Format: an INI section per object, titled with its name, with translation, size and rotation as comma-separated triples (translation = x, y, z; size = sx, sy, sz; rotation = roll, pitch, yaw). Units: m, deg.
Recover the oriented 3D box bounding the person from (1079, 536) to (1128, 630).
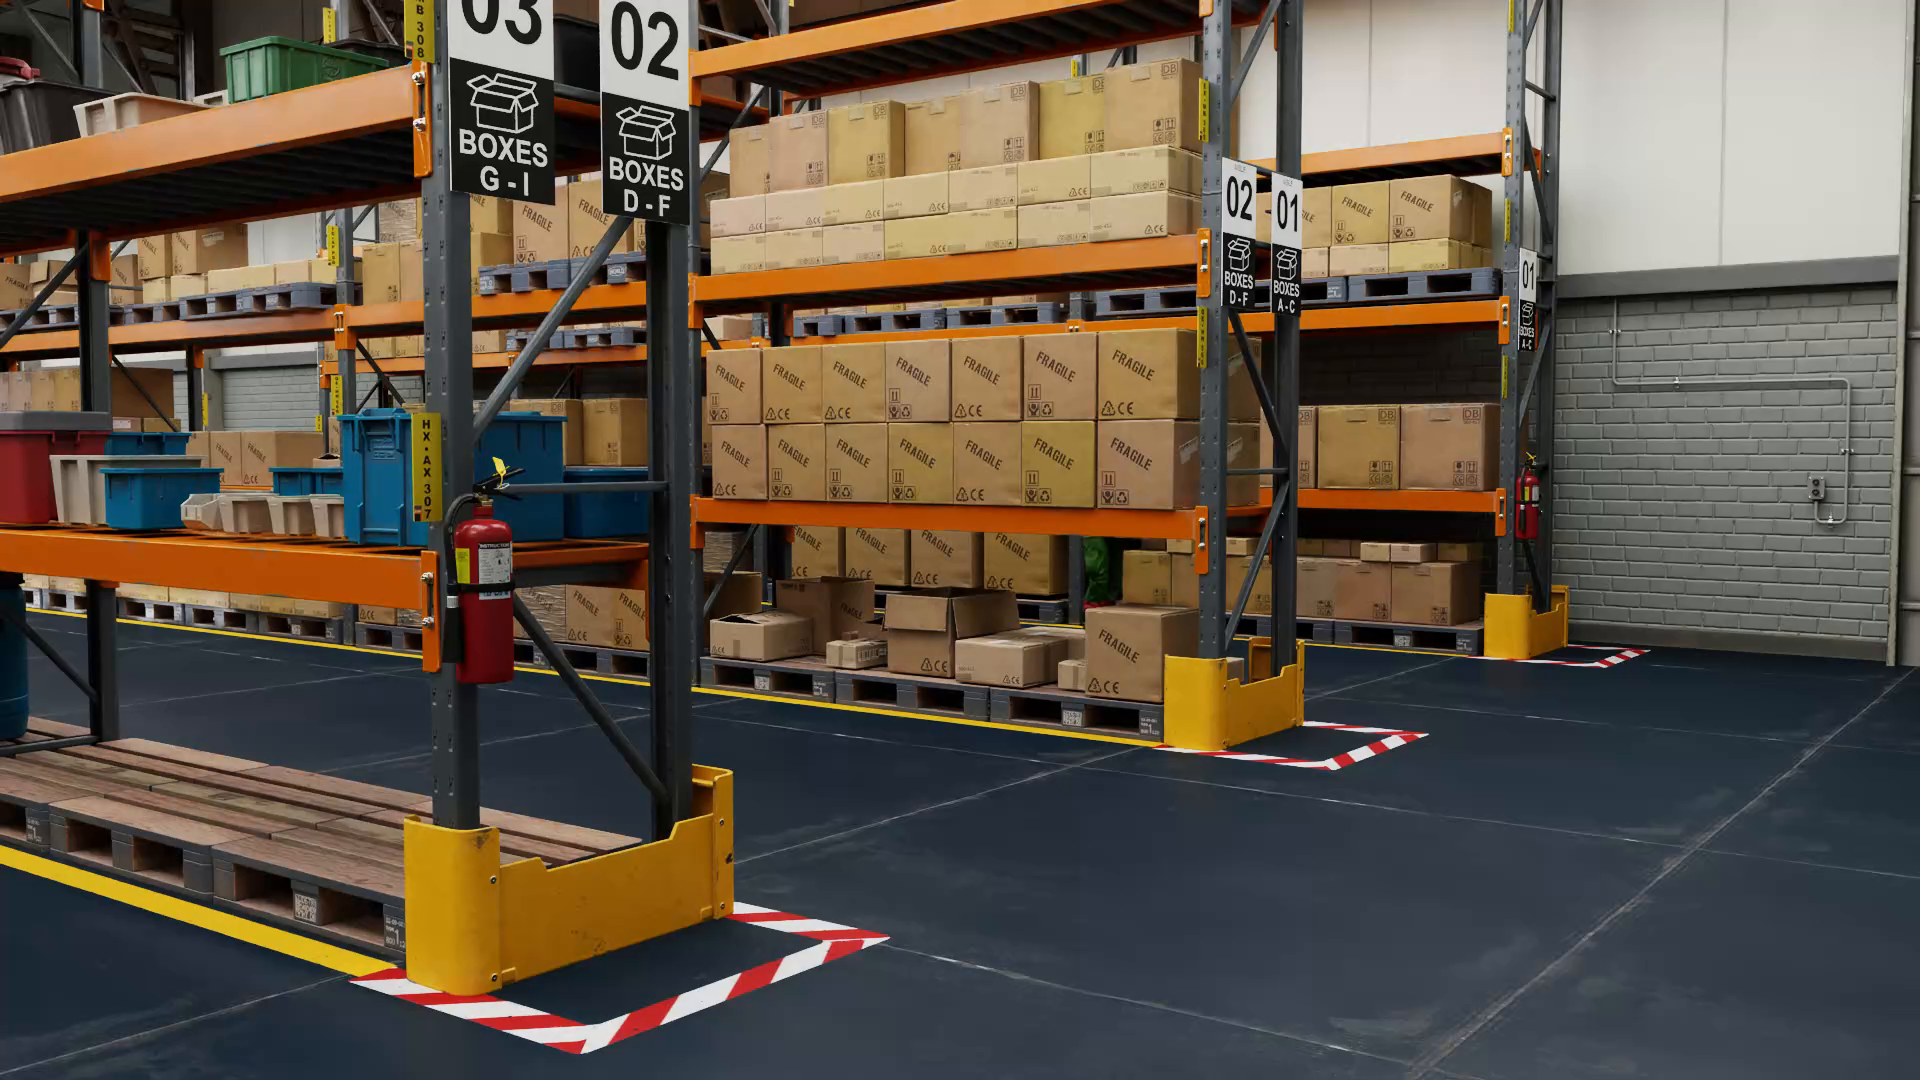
[person]
translation = 1.230, -0.022, 14.103
size = 0.450, 1.780, 0.623
rotation = 2, 4, 34
